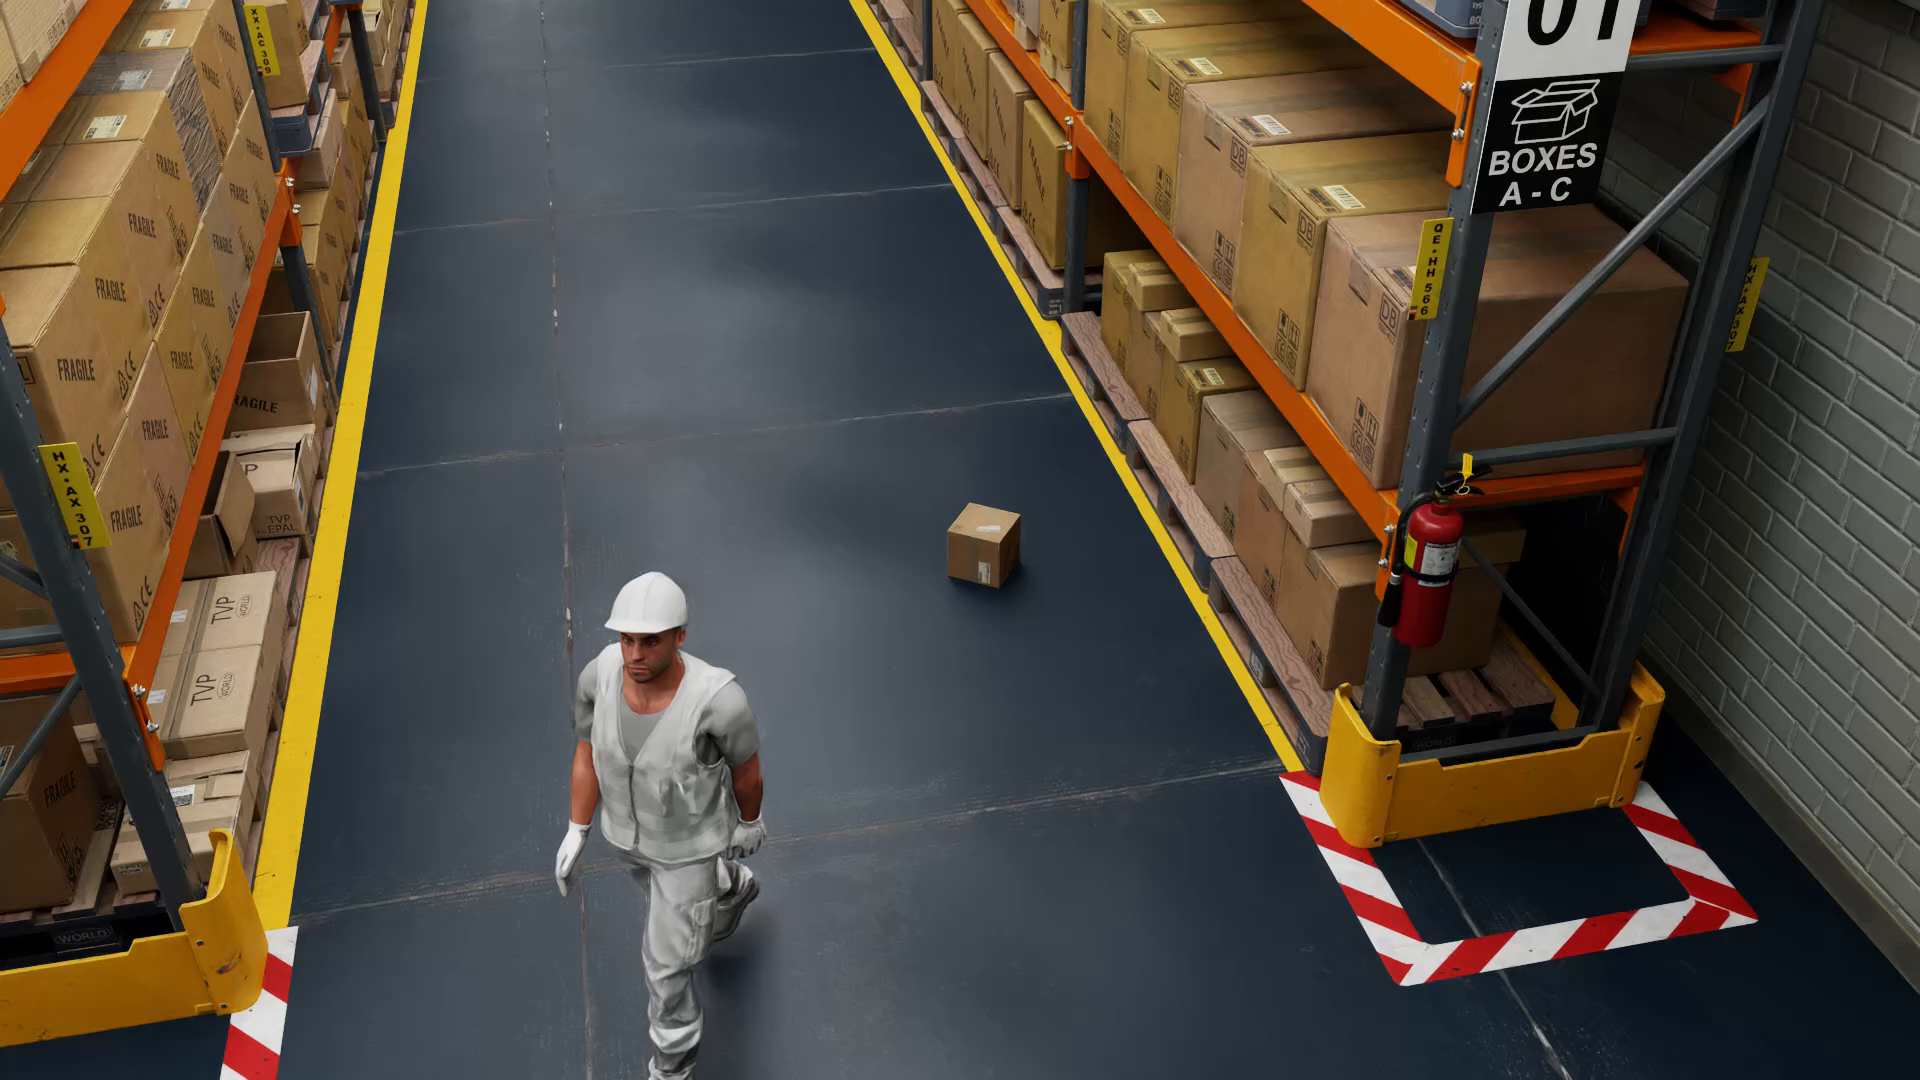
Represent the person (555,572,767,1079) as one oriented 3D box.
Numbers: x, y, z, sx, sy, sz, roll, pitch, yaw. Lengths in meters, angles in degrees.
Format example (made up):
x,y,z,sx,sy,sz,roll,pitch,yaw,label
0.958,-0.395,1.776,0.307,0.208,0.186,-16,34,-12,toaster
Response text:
x,y,z,sx,sy,sz,roll,pitch,yaw,label
-0.851,0.840,4.873,0.511,1.747,1.034,16,37,22,person
